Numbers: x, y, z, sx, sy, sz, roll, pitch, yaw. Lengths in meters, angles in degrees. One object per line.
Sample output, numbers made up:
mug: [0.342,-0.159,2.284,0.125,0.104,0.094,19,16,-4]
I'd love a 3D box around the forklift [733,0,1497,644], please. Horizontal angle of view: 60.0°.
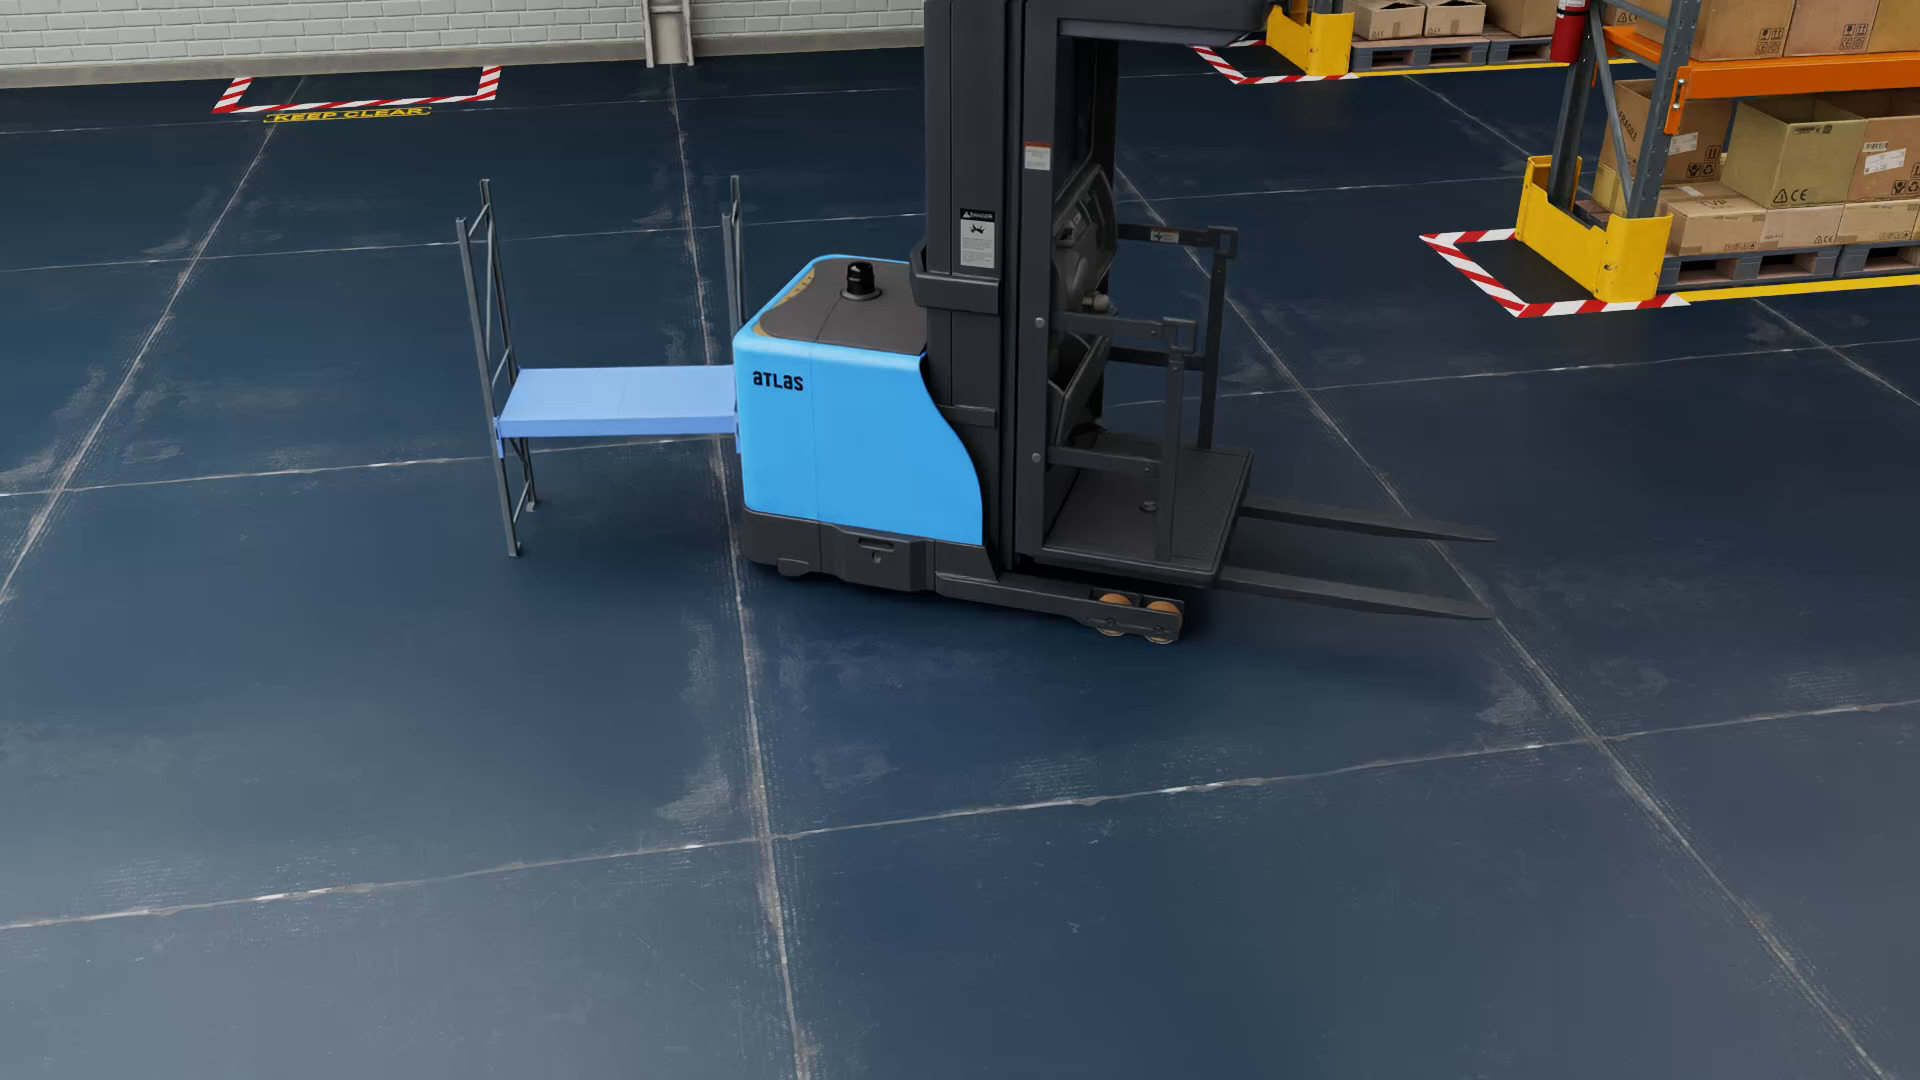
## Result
forklift: [0.667,-1.155,6.322,3.031,2.935,1.130,9,32,14]

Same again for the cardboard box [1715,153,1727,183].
cardboard box: [4.756,-2.203,10.336,0.500,0.250,0.500,-5,31,-9]

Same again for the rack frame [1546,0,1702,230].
rack frame: [3.792,-2.960,9.324,0.127,3.000,1.000,-5,31,-9]

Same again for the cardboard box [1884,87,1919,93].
cardboard box: [5.739,-2.620,10.305,0.500,0.500,0.500,-5,31,-9]

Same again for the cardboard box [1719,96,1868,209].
cardboard box: [4.851,-2.263,9.699,0.500,0.500,0.500,-5,31,-9]

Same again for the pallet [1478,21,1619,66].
pallet: [4.973,-4.400,14.525,1.213,0.211,1.003,-5,31,-9]

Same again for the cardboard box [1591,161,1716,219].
cardboard box: [4.266,-2.152,10.249,0.500,0.250,0.500,-5,31,-9]

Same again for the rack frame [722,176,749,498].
rack frame: [-0.913,-0.726,7.005,0.032,1.500,0.500,-1,30,-2]

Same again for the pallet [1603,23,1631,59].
pallet: [6.176,-4.513,14.718,1.213,0.211,1.003,-5,31,-9]

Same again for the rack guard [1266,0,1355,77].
rack guard: [2.970,-4.359,14.169,0.348,0.500,1.175,-5,31,-9]

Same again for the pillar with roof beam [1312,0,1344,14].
pillar with roof beam: [4.204,-6.364,9.195,0.400,9.000,9.100,-5,31,-9]

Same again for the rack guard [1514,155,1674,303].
rack guard: [3.768,-1.880,9.954,0.348,0.500,1.175,-5,31,-9]

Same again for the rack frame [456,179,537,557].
rack frame: [-1.929,-0.702,6.964,0.032,1.500,0.500,-1,30,-2]

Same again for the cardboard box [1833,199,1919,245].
cardboard box: [5.342,-1.987,9.967,0.500,0.250,0.500,-5,31,-9]

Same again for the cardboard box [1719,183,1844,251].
cardboard box: [4.850,-1.941,9.890,0.500,0.250,0.500,-5,31,-9]

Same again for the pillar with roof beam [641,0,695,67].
pillar with roof beam: [-1.698,-5.816,8.264,0.400,9.000,9.100,-5,31,-9]

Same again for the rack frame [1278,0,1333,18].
rack frame: [2.896,-5.429,13.524,0.127,3.000,1.000,-5,31,-9]

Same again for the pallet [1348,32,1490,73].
pallet: [3.776,-4.291,14.339,1.213,0.211,1.003,-5,31,-9]

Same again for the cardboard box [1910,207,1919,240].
cardboard box: [5.835,-2.030,10.041,0.500,0.250,0.500,-5,31,-9]

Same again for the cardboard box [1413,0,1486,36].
cardboard box: [4.153,-4.530,14.214,0.500,0.311,0.500,-3,31,-5]

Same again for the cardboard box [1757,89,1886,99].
cardboard box: [5.246,-2.575,10.228,0.500,0.500,0.500,-5,31,-9]

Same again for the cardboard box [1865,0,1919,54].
cardboard box: [5.258,-3.132,9.518,0.500,0.500,0.700,-5,31,-9]

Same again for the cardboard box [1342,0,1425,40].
cardboard box: [3.592,-4.478,14.125,0.500,0.311,0.500,-9,32,-15]

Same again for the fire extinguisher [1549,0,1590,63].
fire extinguisher: [3.592,-3.147,9.719,0.183,0.674,0.296,-5,31,-9]

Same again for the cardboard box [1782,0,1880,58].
cardboard box: [4.769,-3.089,9.446,0.500,0.500,0.700,-5,31,-8]

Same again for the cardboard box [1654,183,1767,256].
cardboard box: [4.359,-1.894,9.809,0.500,0.250,0.500,-5,31,-9]

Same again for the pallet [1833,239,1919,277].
pallet: [5.734,-1.958,10.372,1.213,0.211,1.003,-5,31,-9]

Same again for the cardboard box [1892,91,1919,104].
cardboard box: [5.835,-2.352,9.850,0.500,0.500,0.500,-5,31,-9]

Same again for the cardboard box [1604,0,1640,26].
cardboard box: [5.817,-4.792,14.472,0.500,0.500,0.500,-8,31,-13]

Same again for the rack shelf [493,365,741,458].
rack shelf: [-1.421,-0.559,7.076,1.000,0.185,0.538,-1,30,-2]

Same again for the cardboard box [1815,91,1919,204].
cardboard box: [5.340,-2.316,9.787,0.500,0.500,0.500,-5,31,-9]

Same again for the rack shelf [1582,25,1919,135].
rack shelf: [5.759,-2.832,9.817,4.000,0.370,1.077,-5,31,-9]

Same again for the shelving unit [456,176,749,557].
shelving unit: [-1.421,-0.714,6.985,1.048,1.500,0.538,-1,30,-2]

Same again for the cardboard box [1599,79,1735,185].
cardboard box: [4.265,-2.476,10.060,0.500,0.500,0.500,-5,31,-9]

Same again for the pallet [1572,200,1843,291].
pallet: [4.536,-1.849,10.185,1.213,0.211,1.003,-5,31,-9]

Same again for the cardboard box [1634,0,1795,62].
cardboard box: [4.253,-3.039,9.361,0.500,0.500,0.700,-5,31,-9]

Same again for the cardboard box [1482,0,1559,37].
cardboard box: [4.884,-4.654,14.237,0.500,0.500,0.700,-7,31,-12]
